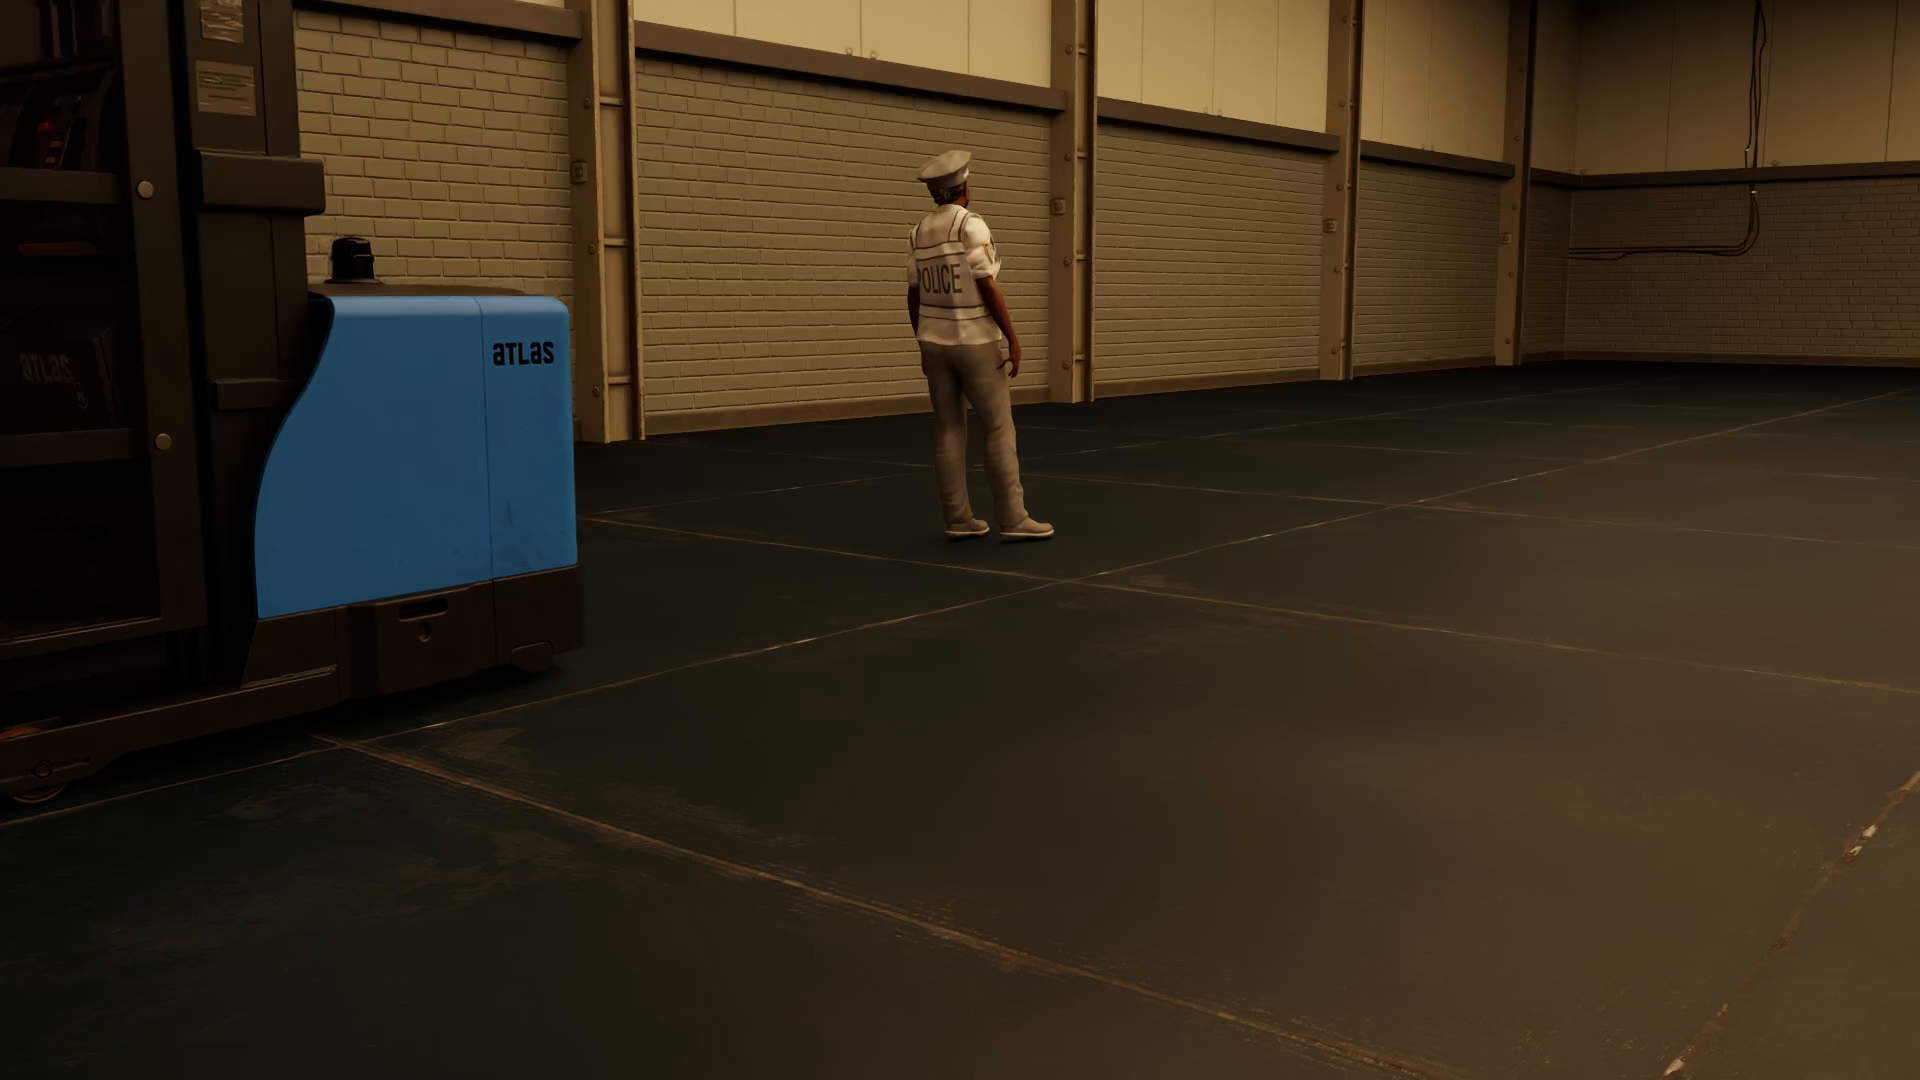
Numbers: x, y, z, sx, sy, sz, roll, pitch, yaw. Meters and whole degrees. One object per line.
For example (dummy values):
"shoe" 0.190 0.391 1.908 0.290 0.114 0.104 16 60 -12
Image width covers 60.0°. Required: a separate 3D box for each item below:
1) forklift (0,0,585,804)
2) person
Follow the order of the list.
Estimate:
"forklift" -2.351 -0.942 3.721 1.130 2.935 3.031 6 10 35
"person" 0.062 -0.851 7.327 0.569 1.692 0.530 7 11 38
